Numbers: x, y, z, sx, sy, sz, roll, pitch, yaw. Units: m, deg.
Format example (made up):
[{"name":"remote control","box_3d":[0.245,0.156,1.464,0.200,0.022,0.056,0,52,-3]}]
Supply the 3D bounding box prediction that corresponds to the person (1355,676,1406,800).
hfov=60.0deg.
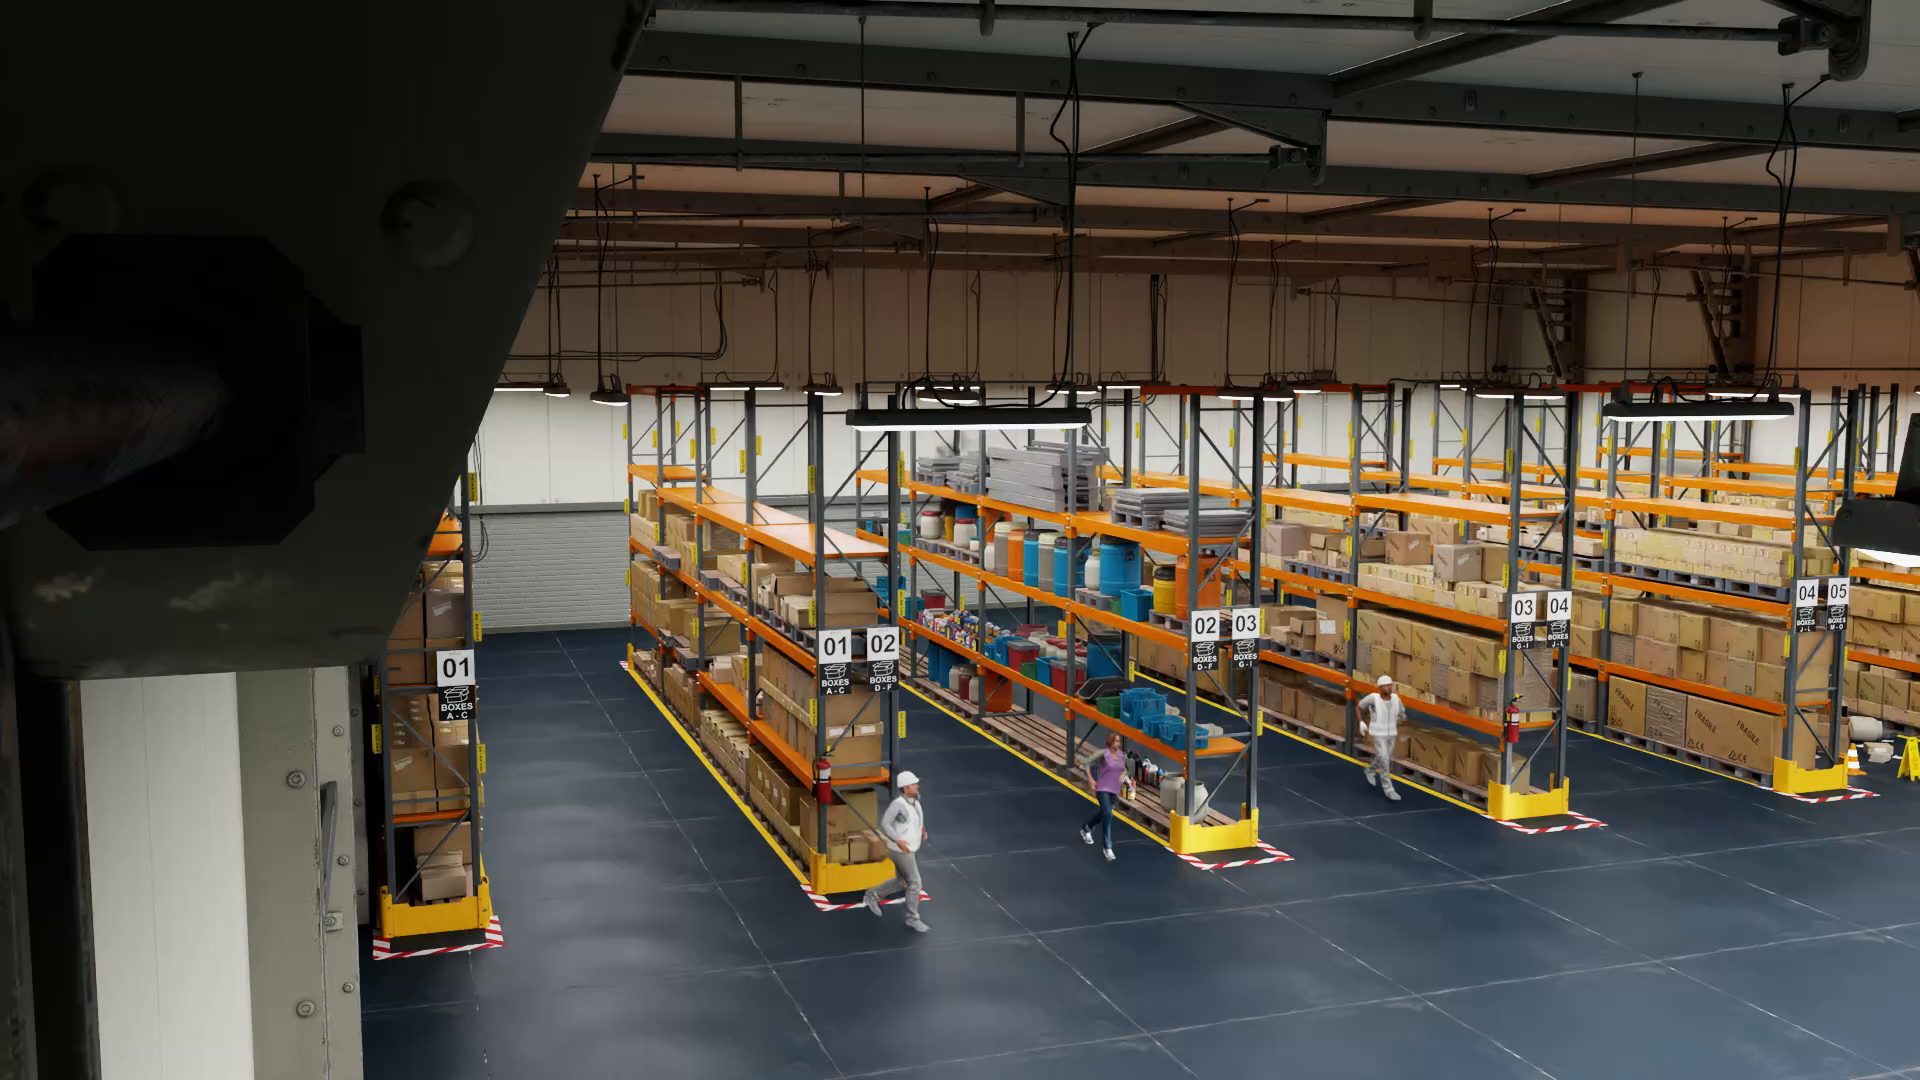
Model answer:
[{"name":"person","box_3d":[6.253,2.873,24.592,0.683,1.768,1.004,-2,6,-19]}]

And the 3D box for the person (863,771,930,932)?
[{"name":"person","box_3d":[-0.699,3.501,18.918,0.835,1.790,0.668,2,6,16]}]

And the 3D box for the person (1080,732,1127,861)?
[{"name":"person","box_3d":[1.928,3.315,21.788,0.568,1.594,0.817,-4,7,-35]}]
